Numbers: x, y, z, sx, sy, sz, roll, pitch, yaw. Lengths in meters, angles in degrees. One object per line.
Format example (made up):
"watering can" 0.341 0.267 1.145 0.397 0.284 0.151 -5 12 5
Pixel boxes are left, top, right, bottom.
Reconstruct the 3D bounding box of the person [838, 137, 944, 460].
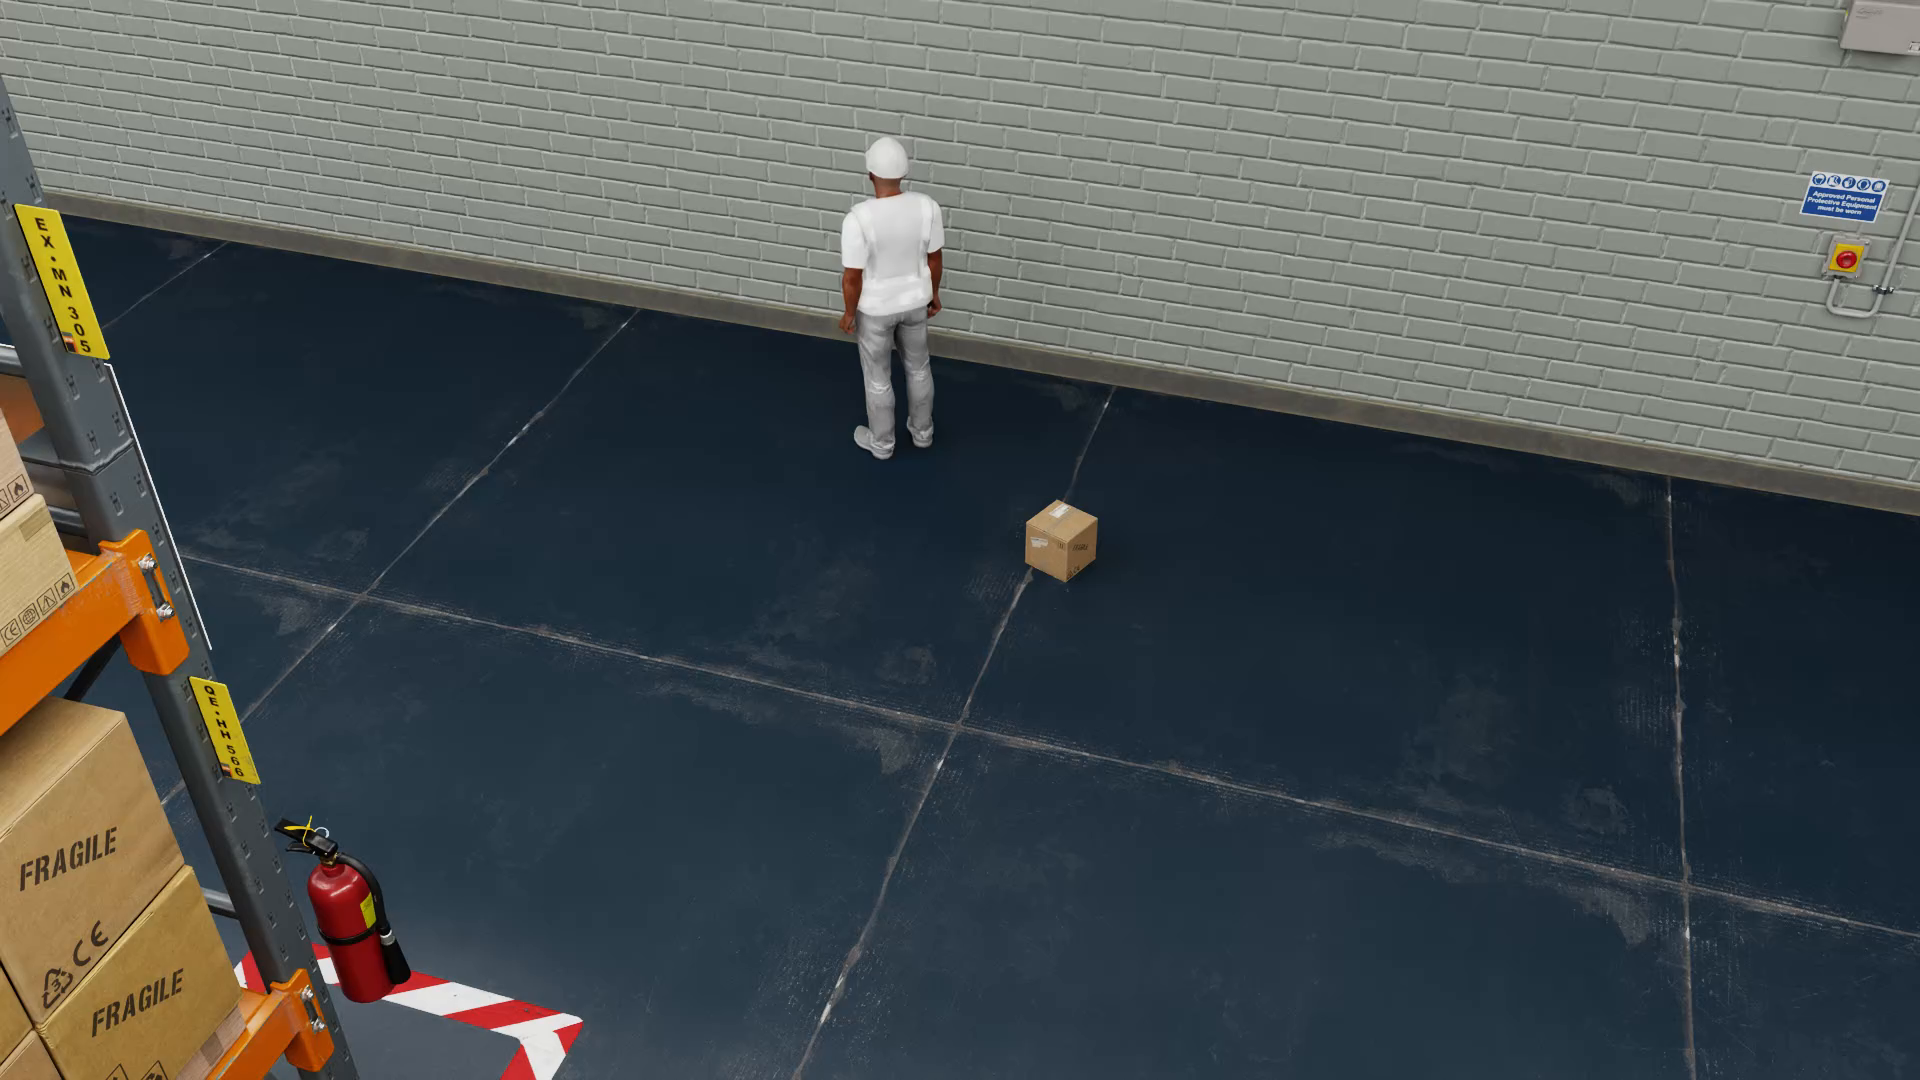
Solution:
"person" -0.362 -1.225 8.504 0.552 1.770 0.379 -16 40 -20
